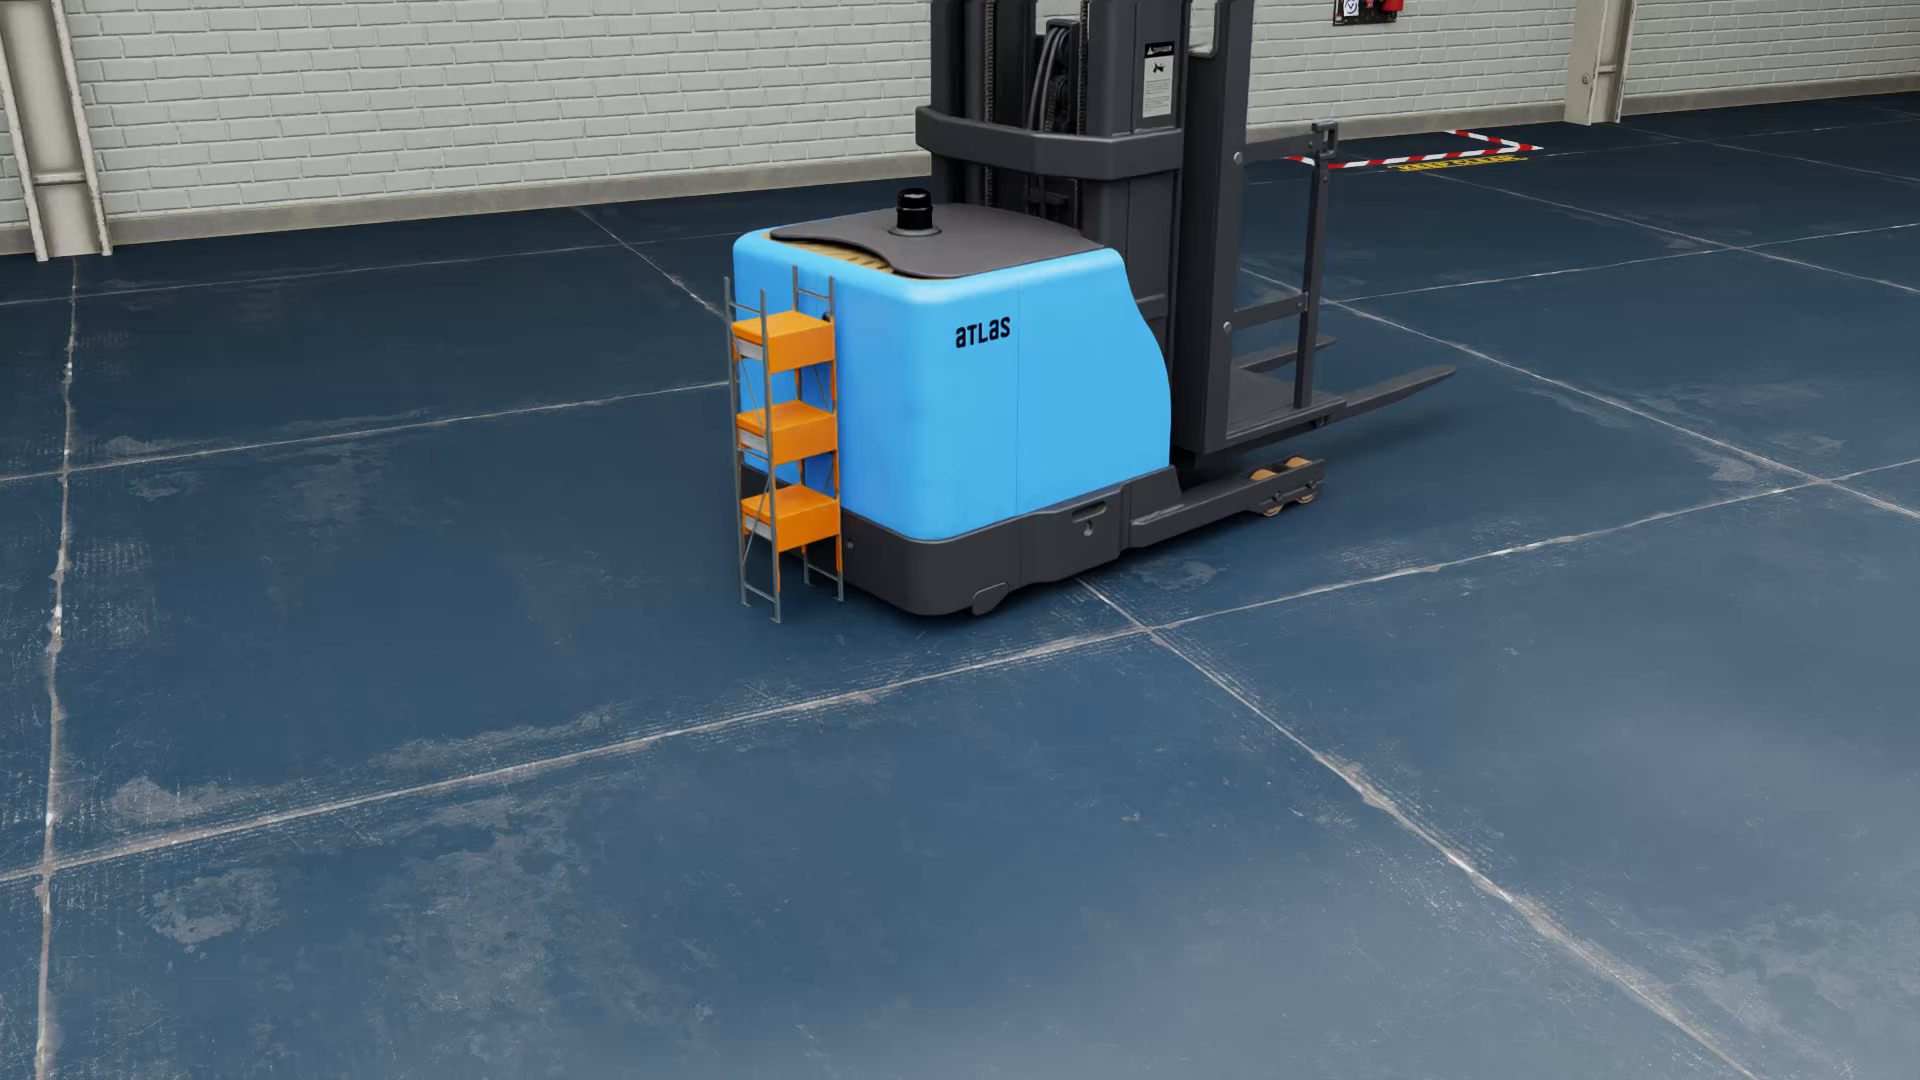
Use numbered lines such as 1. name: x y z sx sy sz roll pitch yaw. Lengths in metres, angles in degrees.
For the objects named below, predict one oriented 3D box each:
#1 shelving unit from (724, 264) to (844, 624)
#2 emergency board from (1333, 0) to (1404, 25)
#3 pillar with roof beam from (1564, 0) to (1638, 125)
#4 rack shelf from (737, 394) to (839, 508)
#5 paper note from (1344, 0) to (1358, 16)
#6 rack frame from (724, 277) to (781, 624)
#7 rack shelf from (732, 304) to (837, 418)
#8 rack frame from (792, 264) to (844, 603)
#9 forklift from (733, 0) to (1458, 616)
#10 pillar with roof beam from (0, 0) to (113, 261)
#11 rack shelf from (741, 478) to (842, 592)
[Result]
1. shelving unit: -0.530 -0.285 5.067 0.252 1.050 0.215 -18 29 -37
2. emergency board: 3.320 -4.684 13.144 0.643 1.169 0.194 -10 25 -24
3. pillar with roof beam: 7.431 -6.369 9.371 0.400 9.000 9.100 -10 25 -24
4. rack shelf: -0.530 -0.276 5.071 0.240 0.259 0.215 -18 29 -37
5. paper note: 3.131 -4.271 13.299 0.142 0.148 0.016 -10 25 -24
6. rack frame: -0.622 -0.255 4.993 0.008 1.050 0.200 -18 29 -37
7. rack shelf: -0.530 -0.538 4.962 0.240 0.259 0.215 -18 29 -37
8. rack frame: -0.438 -0.316 5.141 0.008 1.050 0.200 -18 29 -37
9. forklift: 0.701 -1.573 5.719 3.031 2.935 1.130 -18 29 -37
10. pillar with roof beam: -3.382 -4.378 4.562 0.400 9.000 9.100 -10 25 -24
11. rack shelf: -0.530 -0.019 5.177 0.240 0.259 0.215 -18 29 -37
